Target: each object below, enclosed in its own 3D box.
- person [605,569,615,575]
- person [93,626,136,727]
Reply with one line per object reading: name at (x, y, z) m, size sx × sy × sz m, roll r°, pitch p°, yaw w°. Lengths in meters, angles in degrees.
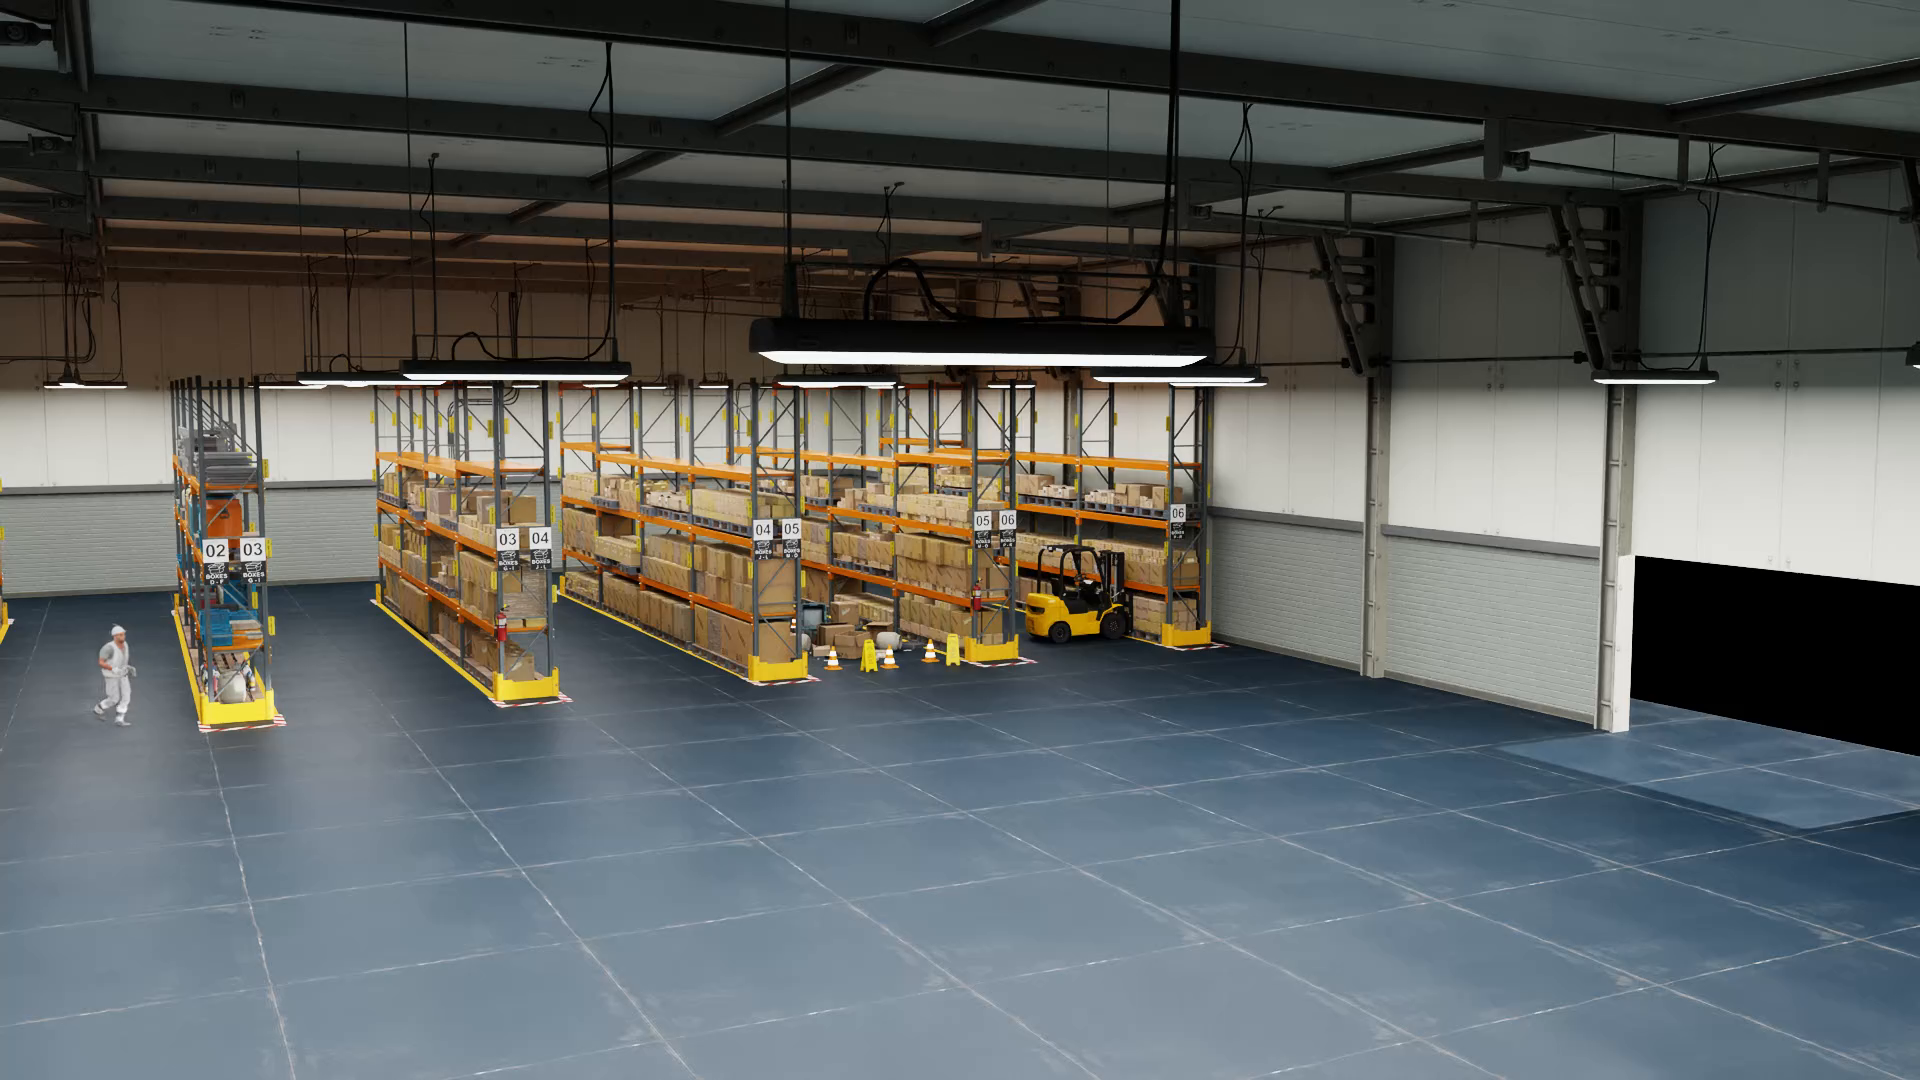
person at (-10.435, 0.570, 48.781) m, size 0.943 × 1.663 × 0.606 m, roll -4°, pitch 6°, yaw -37°
person at (-14.529, 2.335, 28.512) m, size 0.791 × 1.737 × 0.650 m, roll 2°, pitch 5°, yaw 22°
